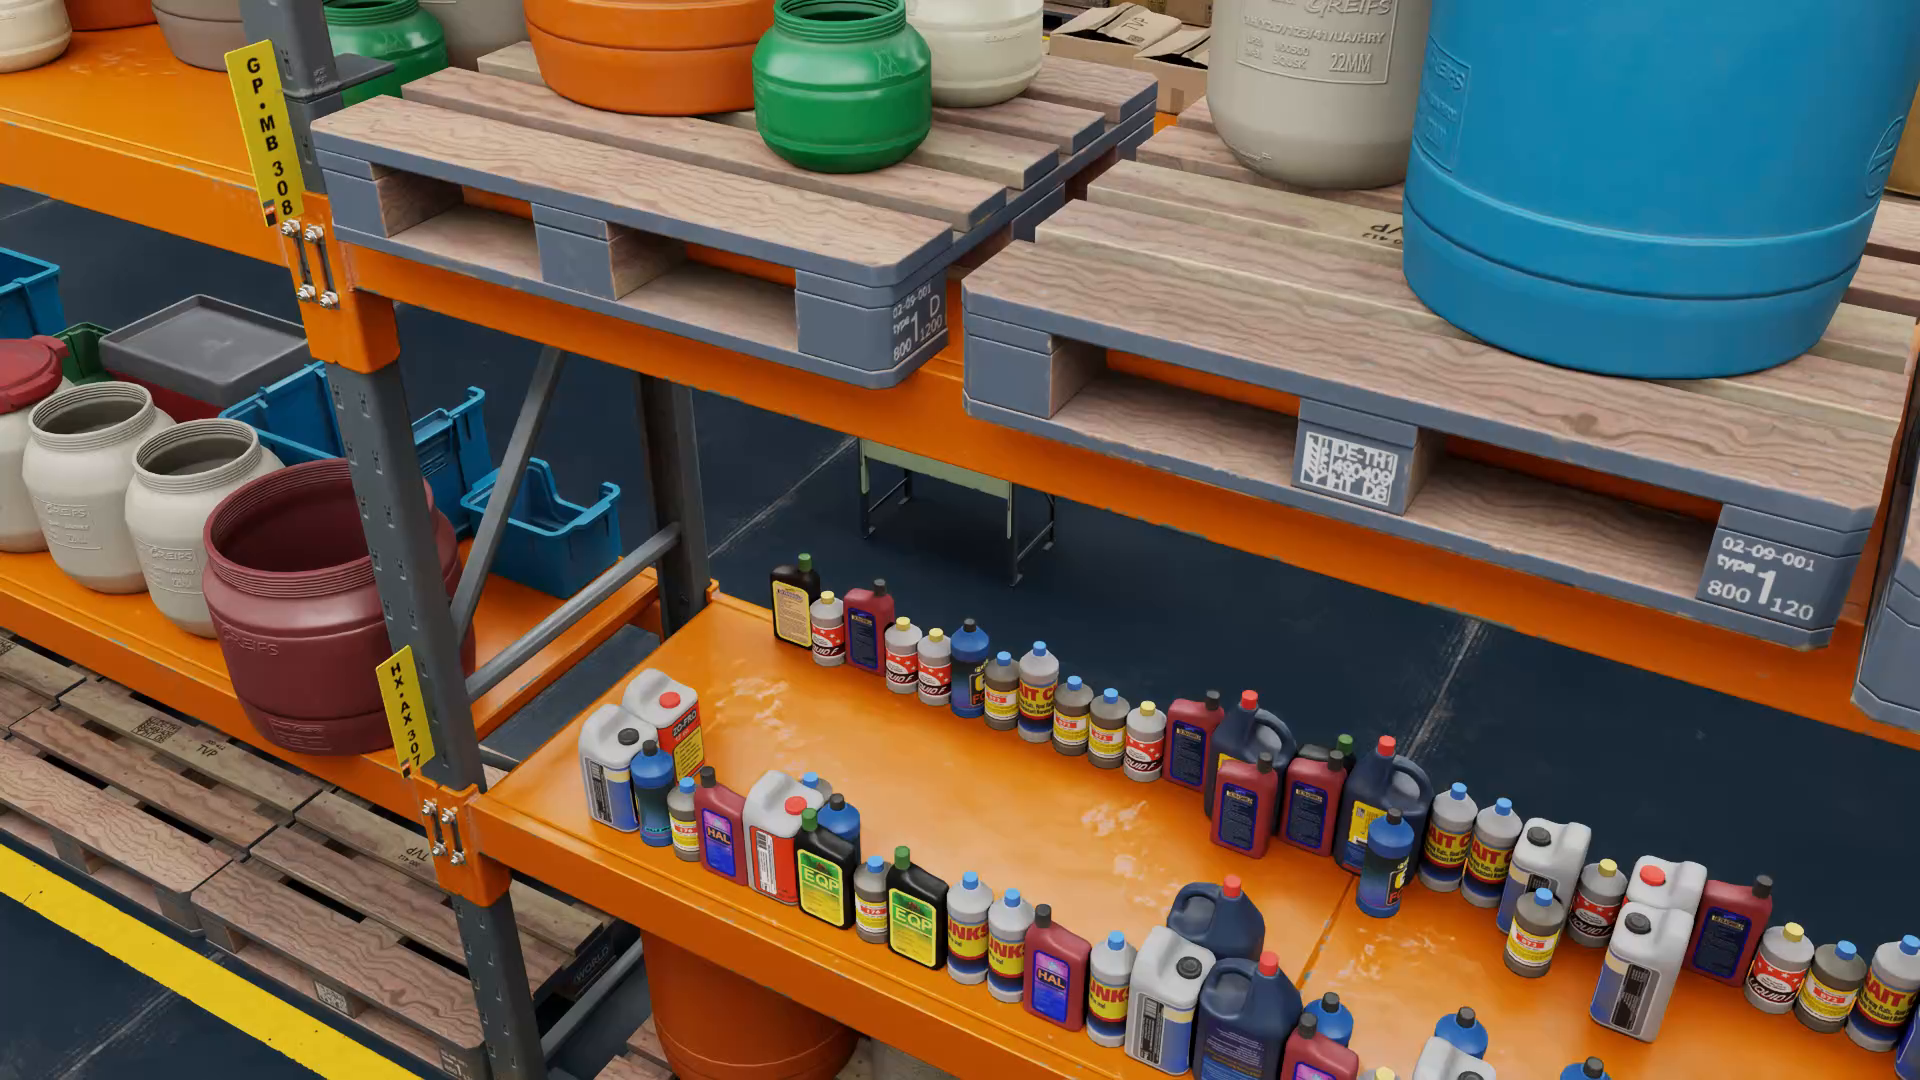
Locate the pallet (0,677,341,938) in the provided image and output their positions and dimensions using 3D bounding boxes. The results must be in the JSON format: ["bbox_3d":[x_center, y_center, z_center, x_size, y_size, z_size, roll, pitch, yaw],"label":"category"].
[{"bbox_3d":[-2.708,0.790,5.873,1.213,0.211,1.003,18,37,24],"label":"pallet"}]

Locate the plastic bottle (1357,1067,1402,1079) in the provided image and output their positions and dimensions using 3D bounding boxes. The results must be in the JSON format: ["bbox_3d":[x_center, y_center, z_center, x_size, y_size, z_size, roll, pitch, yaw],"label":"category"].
[{"bbox_3d":[0.784,1.068,3.119,0.097,0.201,0.097,0,34,0],"label":"plastic bottle"}]

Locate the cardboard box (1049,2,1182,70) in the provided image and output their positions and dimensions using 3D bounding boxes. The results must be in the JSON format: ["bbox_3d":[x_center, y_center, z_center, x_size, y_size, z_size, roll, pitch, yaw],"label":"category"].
[{"bbox_3d":[0.781,-2.488,8.360,0.500,0.311,0.500,17,37,24],"label":"cardboard box"}]

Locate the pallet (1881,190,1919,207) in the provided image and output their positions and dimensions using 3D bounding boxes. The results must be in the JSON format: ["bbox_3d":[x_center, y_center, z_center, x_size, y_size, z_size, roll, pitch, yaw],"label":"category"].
[{"bbox_3d":[4.295,-1.278,6.636,1.213,0.211,1.003,18,37,24],"label":"pallet"}]

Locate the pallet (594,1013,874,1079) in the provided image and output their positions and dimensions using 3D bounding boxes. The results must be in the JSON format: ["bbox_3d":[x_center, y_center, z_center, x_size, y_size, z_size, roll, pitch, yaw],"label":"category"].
[{"bbox_3d":[-0.294,1.554,4.725,1.213,0.211,1.003,18,37,24],"label":"pallet"}]

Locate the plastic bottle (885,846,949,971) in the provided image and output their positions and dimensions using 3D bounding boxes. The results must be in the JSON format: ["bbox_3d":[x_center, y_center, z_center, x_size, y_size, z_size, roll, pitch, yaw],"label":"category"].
[{"bbox_3d":[-0.088,0.770,3.493,0.133,0.283,0.061,18,37,24],"label":"plastic bottle"}]

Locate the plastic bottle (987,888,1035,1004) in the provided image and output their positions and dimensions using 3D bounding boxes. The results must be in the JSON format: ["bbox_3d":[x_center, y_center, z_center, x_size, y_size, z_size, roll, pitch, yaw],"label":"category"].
[{"bbox_3d":[0.106,0.824,3.422,0.097,0.271,0.097,0,34,0],"label":"plastic bottle"}]

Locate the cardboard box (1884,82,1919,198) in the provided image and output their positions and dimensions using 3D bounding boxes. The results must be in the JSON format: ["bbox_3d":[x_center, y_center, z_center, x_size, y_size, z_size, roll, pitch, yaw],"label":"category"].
[{"bbox_3d":[4.006,-1.698,6.625,0.500,0.500,0.700,24,41,32],"label":"cardboard box"}]

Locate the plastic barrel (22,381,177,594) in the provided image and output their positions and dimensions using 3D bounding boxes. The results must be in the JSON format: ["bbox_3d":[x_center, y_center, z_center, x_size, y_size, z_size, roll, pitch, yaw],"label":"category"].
[{"bbox_3d":[-2.364,-0.145,4.661,0.421,0.512,0.421,0,34,0],"label":"plastic barrel"}]

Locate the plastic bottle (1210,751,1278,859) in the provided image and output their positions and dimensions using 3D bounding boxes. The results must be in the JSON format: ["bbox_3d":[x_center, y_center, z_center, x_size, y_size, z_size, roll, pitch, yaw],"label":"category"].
[{"bbox_3d":[0.645,0.586,3.769,0.133,0.283,0.061,18,37,24],"label":"plastic bottle"}]

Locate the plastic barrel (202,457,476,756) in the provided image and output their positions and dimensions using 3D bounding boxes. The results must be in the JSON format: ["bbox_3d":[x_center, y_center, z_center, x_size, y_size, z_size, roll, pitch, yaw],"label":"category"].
[{"bbox_3d":[-1.552,0.159,4.183,0.708,0.536,0.600,18,37,24],"label":"plastic barrel"}]

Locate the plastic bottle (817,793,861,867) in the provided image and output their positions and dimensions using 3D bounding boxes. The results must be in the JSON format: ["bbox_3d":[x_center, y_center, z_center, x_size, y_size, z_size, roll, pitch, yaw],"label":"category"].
[{"bbox_3d":[-0.265,0.668,3.656,0.097,0.271,0.097,0,34,0],"label":"plastic bottle"}]

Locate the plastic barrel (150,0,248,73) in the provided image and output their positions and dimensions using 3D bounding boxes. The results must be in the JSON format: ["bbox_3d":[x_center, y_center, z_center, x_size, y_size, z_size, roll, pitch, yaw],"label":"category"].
[{"bbox_3d":[-1.604,-1.590,3.774,0.600,0.901,0.600,0,34,0],"label":"plastic barrel"}]

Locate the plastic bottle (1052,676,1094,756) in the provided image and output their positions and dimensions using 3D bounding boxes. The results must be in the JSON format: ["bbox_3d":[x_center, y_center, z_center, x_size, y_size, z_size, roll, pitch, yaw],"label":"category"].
[{"bbox_3d":[0.278,0.424,4.087,0.097,0.201,0.097,0,34,0],"label":"plastic bottle"}]

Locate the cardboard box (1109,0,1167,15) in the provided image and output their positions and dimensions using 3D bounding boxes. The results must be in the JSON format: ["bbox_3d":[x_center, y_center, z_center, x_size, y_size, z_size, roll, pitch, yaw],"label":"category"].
[{"bbox_3d":[1.565,-4.501,13.161,0.500,0.500,0.700,17,37,23],"label":"cardboard box"}]

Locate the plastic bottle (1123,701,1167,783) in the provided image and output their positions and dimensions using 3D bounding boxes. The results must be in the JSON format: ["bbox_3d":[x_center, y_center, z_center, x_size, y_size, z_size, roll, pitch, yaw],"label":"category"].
[{"bbox_3d":[0.447,0.477,4.007,0.097,0.201,0.097,0,34,0],"label":"plastic bottle"}]

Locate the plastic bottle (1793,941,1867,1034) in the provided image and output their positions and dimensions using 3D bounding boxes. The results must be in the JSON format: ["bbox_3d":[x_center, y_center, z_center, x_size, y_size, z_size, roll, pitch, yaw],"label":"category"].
[{"bbox_3d":[1.772,0.897,3.376,0.097,0.201,0.097,0,34,0],"label":"plastic bottle"}]

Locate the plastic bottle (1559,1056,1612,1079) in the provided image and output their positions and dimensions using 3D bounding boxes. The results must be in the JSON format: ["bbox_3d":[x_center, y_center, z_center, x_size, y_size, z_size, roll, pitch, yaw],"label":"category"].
[{"bbox_3d":[1.145,1.056,3.073,0.097,0.271,0.097,0,34,0],"label":"plastic bottle"}]

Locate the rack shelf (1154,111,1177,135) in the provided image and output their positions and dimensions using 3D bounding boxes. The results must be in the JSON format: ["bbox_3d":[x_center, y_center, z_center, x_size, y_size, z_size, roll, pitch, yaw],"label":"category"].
[{"bbox_3d":[-0.275,-2.436,8.851,4.000,0.370,1.077,18,37,24],"label":"rack shelf"}]

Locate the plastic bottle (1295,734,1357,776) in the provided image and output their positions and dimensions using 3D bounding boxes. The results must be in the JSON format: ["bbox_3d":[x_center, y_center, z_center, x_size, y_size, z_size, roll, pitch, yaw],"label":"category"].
[{"bbox_3d":[0.832,0.553,3.818,0.133,0.283,0.061,18,37,24],"label":"plastic bottle"}]

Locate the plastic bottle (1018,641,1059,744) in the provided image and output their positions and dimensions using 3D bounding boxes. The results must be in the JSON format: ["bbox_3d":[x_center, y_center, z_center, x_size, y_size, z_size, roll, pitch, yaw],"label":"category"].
[{"bbox_3d":[0.193,0.368,4.108,0.097,0.271,0.097,0,34,0],"label":"plastic bottle"}]

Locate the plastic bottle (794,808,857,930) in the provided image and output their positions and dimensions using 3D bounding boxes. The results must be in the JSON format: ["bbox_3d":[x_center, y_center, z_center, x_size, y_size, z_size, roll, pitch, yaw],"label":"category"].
[{"bbox_3d":[-0.288,0.706,3.588,0.133,0.283,0.061,18,37,24],"label":"plastic bottle"}]

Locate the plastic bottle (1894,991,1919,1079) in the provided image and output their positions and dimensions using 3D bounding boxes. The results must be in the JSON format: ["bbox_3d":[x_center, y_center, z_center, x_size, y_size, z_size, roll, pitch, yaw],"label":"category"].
[{"bbox_3d":[1.943,0.937,3.248,0.135,0.276,0.152,18,37,24],"label":"plastic bottle"}]

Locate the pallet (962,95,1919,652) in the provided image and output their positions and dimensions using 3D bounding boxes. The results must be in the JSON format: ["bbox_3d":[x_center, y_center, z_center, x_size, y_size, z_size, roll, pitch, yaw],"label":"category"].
[{"bbox_3d":[0.759,-0.352,2.536,1.213,0.211,1.003,18,37,24],"label":"pallet"}]

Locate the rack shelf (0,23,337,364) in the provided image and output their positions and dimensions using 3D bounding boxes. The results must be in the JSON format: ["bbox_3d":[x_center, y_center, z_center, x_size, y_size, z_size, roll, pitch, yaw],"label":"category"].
[{"bbox_3d":[-2.736,-1.302,4.442,4.000,0.370,1.077,18,37,24],"label":"rack shelf"}]

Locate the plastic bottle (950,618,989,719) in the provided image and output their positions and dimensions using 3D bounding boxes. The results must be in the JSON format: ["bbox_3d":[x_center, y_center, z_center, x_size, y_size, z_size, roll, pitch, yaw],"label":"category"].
[{"bbox_3d":[0.024,0.314,4.188,0.097,0.271,0.097,0,34,0],"label":"plastic bottle"}]

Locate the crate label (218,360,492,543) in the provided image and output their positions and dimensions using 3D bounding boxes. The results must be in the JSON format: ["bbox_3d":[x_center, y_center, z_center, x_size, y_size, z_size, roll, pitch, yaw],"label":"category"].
[{"bbox_3d":[-1.728,-0.221,4.844,0.616,0.435,0.502,18,37,24],"label":"crate label"}]

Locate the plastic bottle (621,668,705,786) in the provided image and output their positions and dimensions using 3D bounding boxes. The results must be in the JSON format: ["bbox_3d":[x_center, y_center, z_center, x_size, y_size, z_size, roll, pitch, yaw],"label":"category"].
[{"bbox_3d":[-0.708,0.450,3.980,0.135,0.276,0.152,18,37,24],"label":"plastic bottle"}]

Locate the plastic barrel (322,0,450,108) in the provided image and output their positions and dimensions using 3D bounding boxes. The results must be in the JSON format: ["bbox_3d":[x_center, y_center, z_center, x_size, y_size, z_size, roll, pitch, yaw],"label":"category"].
[{"bbox_3d":[-1.239,-1.030,3.524,0.294,0.245,0.294,0,34,0],"label":"plastic barrel"}]

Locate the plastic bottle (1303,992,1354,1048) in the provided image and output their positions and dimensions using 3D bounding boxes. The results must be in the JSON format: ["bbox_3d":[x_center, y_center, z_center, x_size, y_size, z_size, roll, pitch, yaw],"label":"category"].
[{"bbox_3d":[0.698,0.973,3.198,0.097,0.271,0.097,0,34,0],"label":"plastic bottle"}]

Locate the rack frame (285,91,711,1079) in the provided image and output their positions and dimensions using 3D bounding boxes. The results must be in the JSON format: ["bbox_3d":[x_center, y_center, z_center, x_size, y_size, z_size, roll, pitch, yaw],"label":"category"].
[{"bbox_3d":[-0.999,0.197,4.248,0.127,3.000,1.000,18,37,24],"label":"rack frame"}]

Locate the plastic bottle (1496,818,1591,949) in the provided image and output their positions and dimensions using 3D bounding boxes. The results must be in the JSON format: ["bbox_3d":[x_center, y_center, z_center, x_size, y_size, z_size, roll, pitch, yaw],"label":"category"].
[{"bbox_3d":[1.256,0.720,3.575,0.135,0.276,0.152,18,37,24],"label":"plastic bottle"}]

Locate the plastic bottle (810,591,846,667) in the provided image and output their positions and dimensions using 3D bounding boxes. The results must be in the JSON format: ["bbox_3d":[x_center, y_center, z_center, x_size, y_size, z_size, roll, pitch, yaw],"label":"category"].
[{"bbox_3d":[-0.345,0.226,4.383,0.097,0.201,0.097,0,34,0],"label":"plastic bottle"}]

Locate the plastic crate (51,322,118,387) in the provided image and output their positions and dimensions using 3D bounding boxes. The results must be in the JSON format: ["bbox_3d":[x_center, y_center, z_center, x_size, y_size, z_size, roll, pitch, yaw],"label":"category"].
[{"bbox_3d":[-2.820,-0.472,5.443,0.662,0.188,0.450,18,37,24],"label":"plastic crate"}]

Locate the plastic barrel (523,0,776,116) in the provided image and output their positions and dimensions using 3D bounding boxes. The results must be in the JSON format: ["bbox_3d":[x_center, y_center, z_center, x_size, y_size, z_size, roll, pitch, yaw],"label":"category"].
[{"bbox_3d":[-0.508,-1.247,2.944,0.708,0.830,0.600,18,37,24],"label":"plastic barrel"}]

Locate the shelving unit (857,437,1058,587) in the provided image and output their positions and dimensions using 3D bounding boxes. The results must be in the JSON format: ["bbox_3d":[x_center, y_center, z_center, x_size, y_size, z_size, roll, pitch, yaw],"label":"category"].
[{"bbox_3d":[-0.006,-0.626,6.837,0.755,1.500,0.431,18,37,24],"label":"shelving unit"}]

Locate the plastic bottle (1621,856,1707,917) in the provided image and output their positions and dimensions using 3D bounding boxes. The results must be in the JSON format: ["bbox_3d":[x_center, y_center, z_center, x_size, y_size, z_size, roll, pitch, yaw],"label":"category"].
[{"bbox_3d":[1.457,0.783,3.479,0.135,0.276,0.152,18,37,24],"label":"plastic bottle"}]

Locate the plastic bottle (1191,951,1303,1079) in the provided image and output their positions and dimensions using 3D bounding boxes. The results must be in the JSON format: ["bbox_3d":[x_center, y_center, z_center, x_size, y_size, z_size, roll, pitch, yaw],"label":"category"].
[{"bbox_3d":[0.557,0.919,3.208,0.185,0.351,0.144,18,37,24],"label":"plastic bottle"}]

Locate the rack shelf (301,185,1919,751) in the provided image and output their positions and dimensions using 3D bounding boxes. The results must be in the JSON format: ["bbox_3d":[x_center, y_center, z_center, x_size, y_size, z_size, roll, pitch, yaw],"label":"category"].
[{"bbox_3d":[0.737,-0.202,2.790,4.000,0.370,1.077,18,37,24],"label":"rack shelf"}]

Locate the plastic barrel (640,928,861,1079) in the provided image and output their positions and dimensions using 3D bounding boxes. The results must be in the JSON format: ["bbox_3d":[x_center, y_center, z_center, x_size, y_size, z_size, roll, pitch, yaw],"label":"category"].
[{"bbox_3d":[-0.566,1.052,4.543,0.708,0.830,0.600,18,37,24],"label":"plastic barrel"}]

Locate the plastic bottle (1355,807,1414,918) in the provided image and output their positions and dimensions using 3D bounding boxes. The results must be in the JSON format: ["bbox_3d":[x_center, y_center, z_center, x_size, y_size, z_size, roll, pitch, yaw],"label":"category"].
[{"bbox_3d":[0.928,0.692,3.620,0.097,0.271,0.097,0,34,0],"label":"plastic bottle"}]

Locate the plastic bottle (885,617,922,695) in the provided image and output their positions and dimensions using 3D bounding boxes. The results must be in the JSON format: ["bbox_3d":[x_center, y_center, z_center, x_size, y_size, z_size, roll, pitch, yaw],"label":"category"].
[{"bbox_3d":[-0.145,0.290,4.288,0.097,0.201,0.097,0,34,0],"label":"plastic bottle"}]

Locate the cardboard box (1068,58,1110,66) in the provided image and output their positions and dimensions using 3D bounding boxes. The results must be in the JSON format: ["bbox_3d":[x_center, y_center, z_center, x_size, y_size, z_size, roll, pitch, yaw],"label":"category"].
[{"bbox_3d":[0.544,-2.195,8.067,0.250,0.149,0.380,18,37,24],"label":"cardboard box"}]

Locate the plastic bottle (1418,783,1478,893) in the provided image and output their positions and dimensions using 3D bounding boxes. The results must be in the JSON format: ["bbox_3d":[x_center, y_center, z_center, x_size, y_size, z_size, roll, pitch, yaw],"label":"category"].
[{"bbox_3d":[1.084,0.650,3.684,0.097,0.271,0.097,0,34,0],"label":"plastic bottle"}]

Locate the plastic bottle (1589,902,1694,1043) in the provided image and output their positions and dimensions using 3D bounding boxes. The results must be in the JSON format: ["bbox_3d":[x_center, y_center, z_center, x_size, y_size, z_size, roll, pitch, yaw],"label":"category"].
[{"bbox_3d":[1.382,0.857,3.369,0.135,0.276,0.152,18,37,24],"label":"plastic bottle"}]

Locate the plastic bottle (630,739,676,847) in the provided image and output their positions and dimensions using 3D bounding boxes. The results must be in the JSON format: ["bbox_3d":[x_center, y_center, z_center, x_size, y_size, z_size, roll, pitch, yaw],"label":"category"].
[{"bbox_3d":[-0.697,0.570,3.804,0.097,0.271,0.097,0,34,0],"label":"plastic bottle"}]

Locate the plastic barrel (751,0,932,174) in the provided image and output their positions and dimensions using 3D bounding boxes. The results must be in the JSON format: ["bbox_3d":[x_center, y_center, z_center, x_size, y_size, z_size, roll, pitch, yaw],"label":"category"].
[{"bbox_3d":[-0.193,-0.760,2.739,0.294,0.245,0.294,0,34,0],"label":"plastic barrel"}]

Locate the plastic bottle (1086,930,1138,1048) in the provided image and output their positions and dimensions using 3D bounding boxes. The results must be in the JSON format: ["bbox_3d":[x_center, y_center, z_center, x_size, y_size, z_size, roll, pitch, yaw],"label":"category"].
[{"bbox_3d":[0.306,0.888,3.327,0.097,0.271,0.097,0,34,0],"label":"plastic bottle"}]

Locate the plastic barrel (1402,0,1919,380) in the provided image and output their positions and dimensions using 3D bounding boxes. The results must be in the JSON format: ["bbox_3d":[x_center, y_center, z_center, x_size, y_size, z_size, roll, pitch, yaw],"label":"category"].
[{"bbox_3d":[0.916,-0.731,2.103,0.708,0.901,0.600,18,37,24],"label":"plastic barrel"}]

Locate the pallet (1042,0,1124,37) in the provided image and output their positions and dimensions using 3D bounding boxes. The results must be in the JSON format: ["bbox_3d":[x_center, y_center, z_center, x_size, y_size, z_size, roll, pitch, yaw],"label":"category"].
[{"bbox_3d":[1.120,-4.296,13.512,1.213,0.211,1.003,18,37,24],"label":"pallet"}]

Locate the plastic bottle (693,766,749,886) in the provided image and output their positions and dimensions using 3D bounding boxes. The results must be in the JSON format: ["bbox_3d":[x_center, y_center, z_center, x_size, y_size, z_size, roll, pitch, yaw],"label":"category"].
[{"bbox_3d":[-0.521,0.632,3.699,0.133,0.283,0.061,18,37,24],"label":"plastic bottle"}]

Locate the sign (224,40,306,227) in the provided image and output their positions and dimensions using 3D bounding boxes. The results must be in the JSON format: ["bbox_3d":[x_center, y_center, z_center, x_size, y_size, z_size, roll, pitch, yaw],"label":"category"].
[{"bbox_3d":[-1.266,-0.741,3.045,0.005,0.325,0.100,18,37,24],"label":"sign"}]

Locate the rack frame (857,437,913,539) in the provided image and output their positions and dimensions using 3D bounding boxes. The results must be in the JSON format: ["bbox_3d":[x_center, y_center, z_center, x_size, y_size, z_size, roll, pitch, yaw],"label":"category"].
[{"bbox_3d":[-0.324,-0.727,6.988,0.023,1.500,0.400,18,37,24],"label":"rack frame"}]
